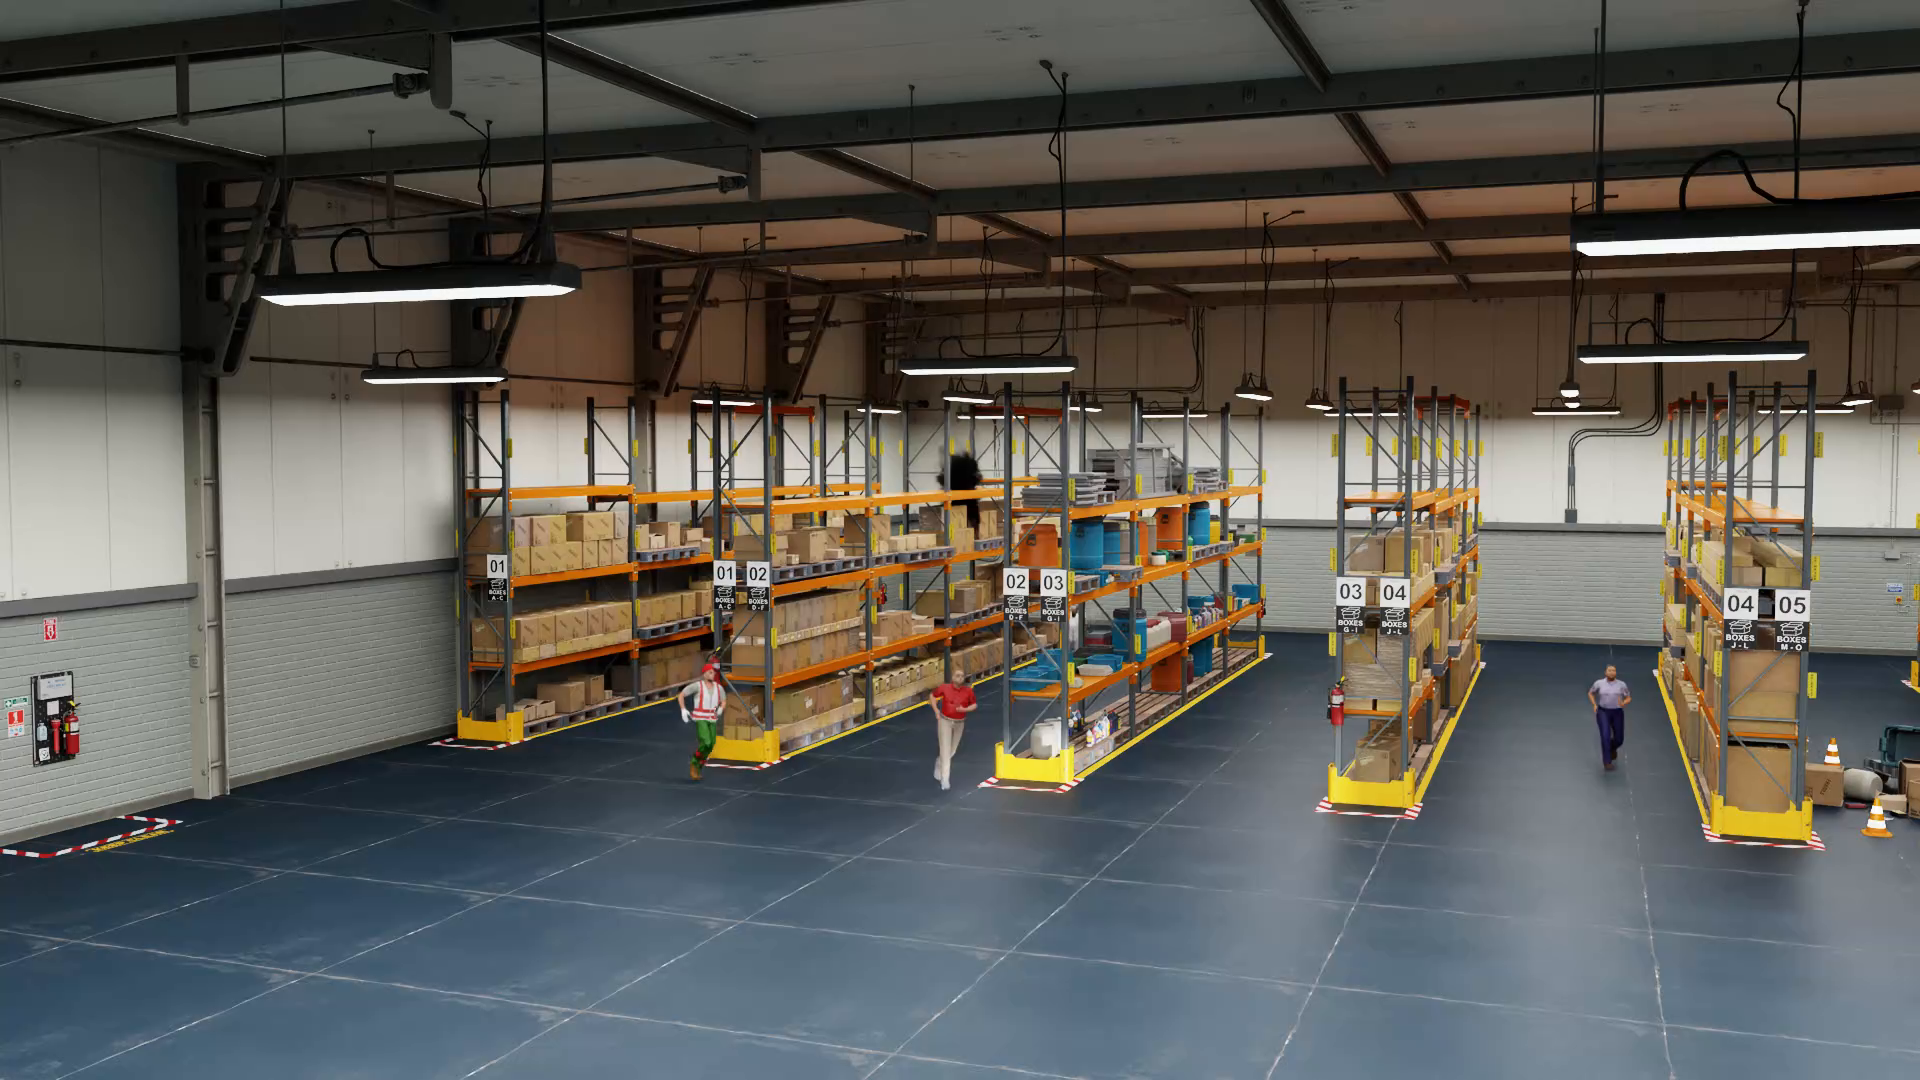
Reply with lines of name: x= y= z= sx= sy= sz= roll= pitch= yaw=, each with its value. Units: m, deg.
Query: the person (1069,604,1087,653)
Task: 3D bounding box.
person: x=2.490 y=2.188 z=36.227 sx=0.565 sy=1.669 sz=0.761 roll=0 pitch=3 yaw=9

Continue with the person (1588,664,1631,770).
person: x=10.190 y=2.757 z=26.076 sx=0.620 sy=1.613 sz=0.781 roll=1 pitch=3 yaw=12

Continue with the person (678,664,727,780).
person: x=-3.829 y=2.744 z=25.123 sx=0.702 sy=1.729 sz=0.594 roll=-3 pitch=4 yaw=-43

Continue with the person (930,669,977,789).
person: x=-0.088 y=2.795 z=24.889 sx=0.673 sy=1.747 sz=0.902 roll=-1 pitch=3 yaw=-18
